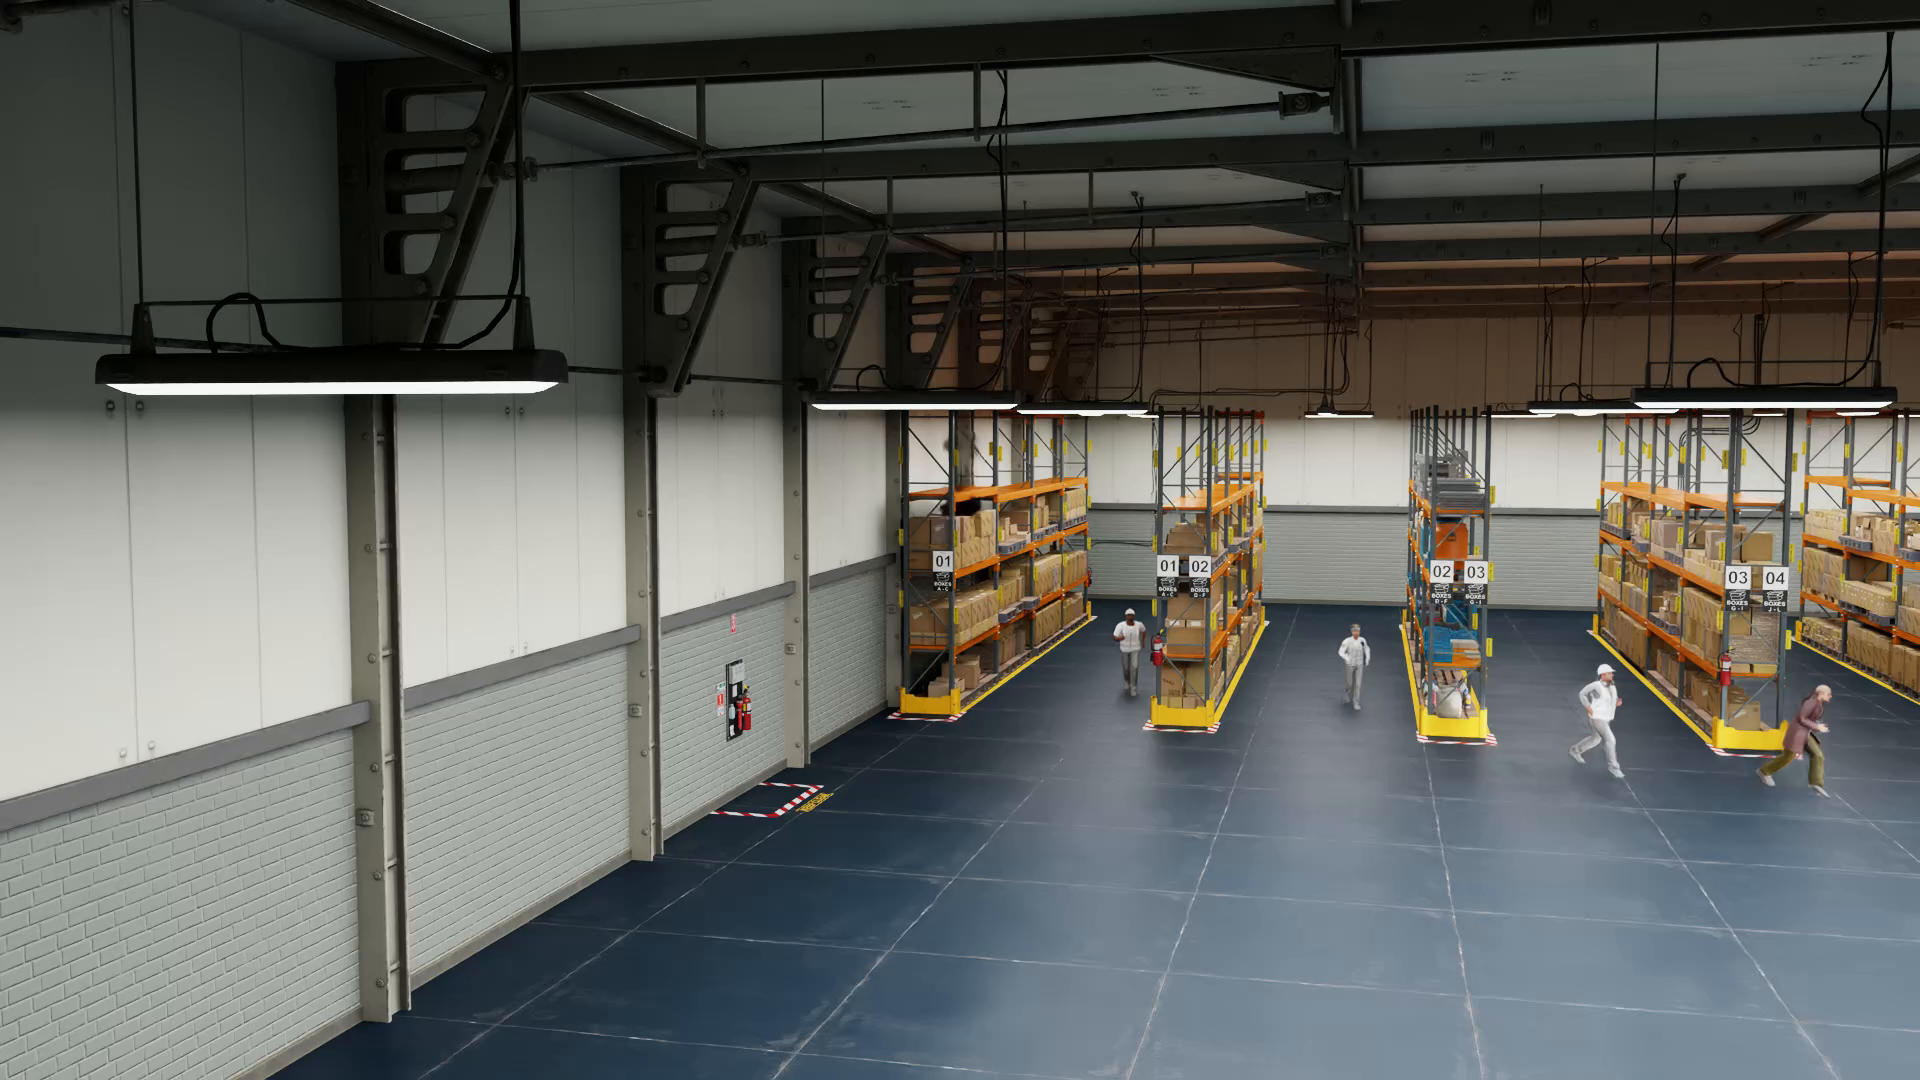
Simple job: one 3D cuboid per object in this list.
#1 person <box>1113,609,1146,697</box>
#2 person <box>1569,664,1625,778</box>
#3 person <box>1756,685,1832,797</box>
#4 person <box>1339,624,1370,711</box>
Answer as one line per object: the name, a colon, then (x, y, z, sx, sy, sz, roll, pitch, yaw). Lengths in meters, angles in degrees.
person: (3.545, 2.324, 34.737, 0.690, 1.788, 0.912, 0, 4, 4)
person: (10.390, 2.917, 27.045, 0.607, 1.828, 1.006, -4, 6, -42)
person: (12.862, 3.060, 25.636, 1.071, 1.743, 0.755, 3, 5, 39)
person: (7.883, 2.506, 33.213, 0.642, 1.697, 0.760, 0, 4, 0)
